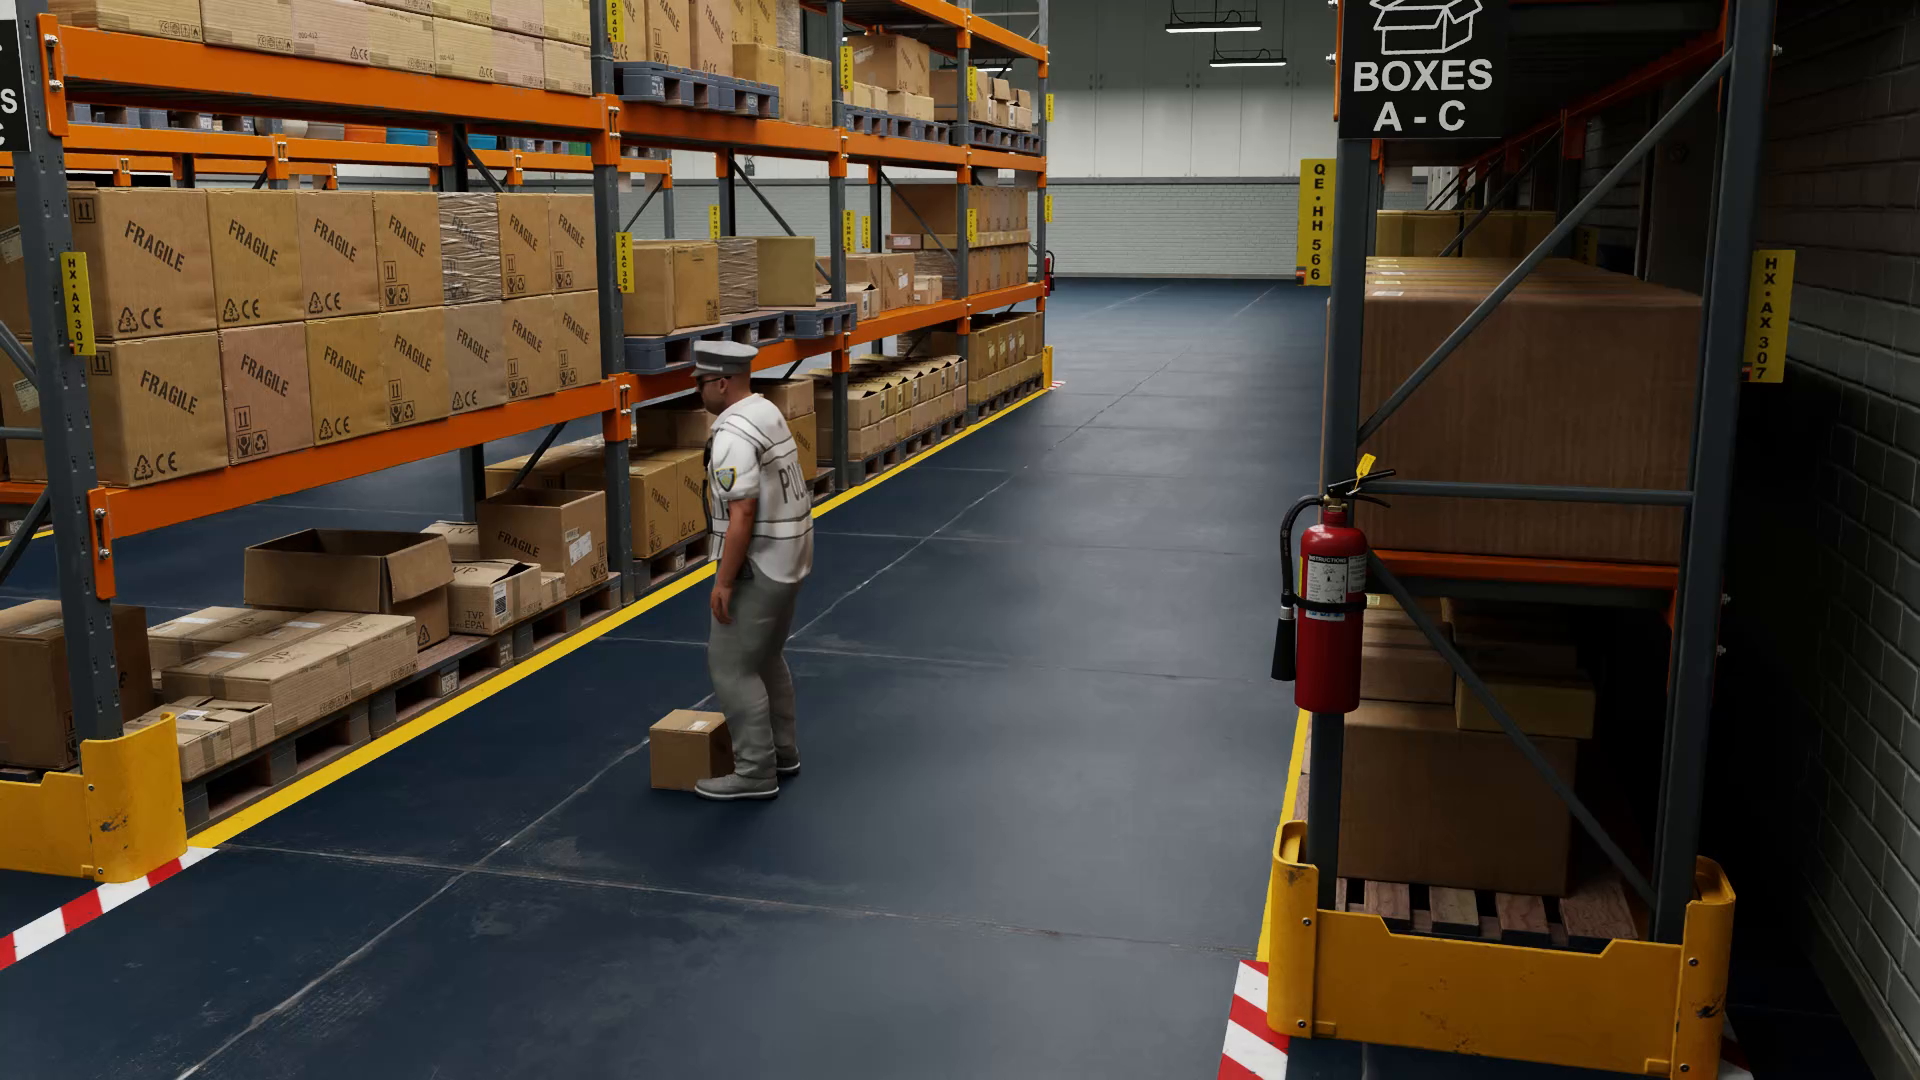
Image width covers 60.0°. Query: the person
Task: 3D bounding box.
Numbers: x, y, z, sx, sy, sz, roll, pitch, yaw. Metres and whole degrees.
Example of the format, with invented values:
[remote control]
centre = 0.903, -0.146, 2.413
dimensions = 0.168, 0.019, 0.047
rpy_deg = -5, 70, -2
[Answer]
[person]
centre = -0.790, 0.112, 6.370
dimensions = 0.436, 1.748, 0.606
rpy_deg = 2, 12, 10
